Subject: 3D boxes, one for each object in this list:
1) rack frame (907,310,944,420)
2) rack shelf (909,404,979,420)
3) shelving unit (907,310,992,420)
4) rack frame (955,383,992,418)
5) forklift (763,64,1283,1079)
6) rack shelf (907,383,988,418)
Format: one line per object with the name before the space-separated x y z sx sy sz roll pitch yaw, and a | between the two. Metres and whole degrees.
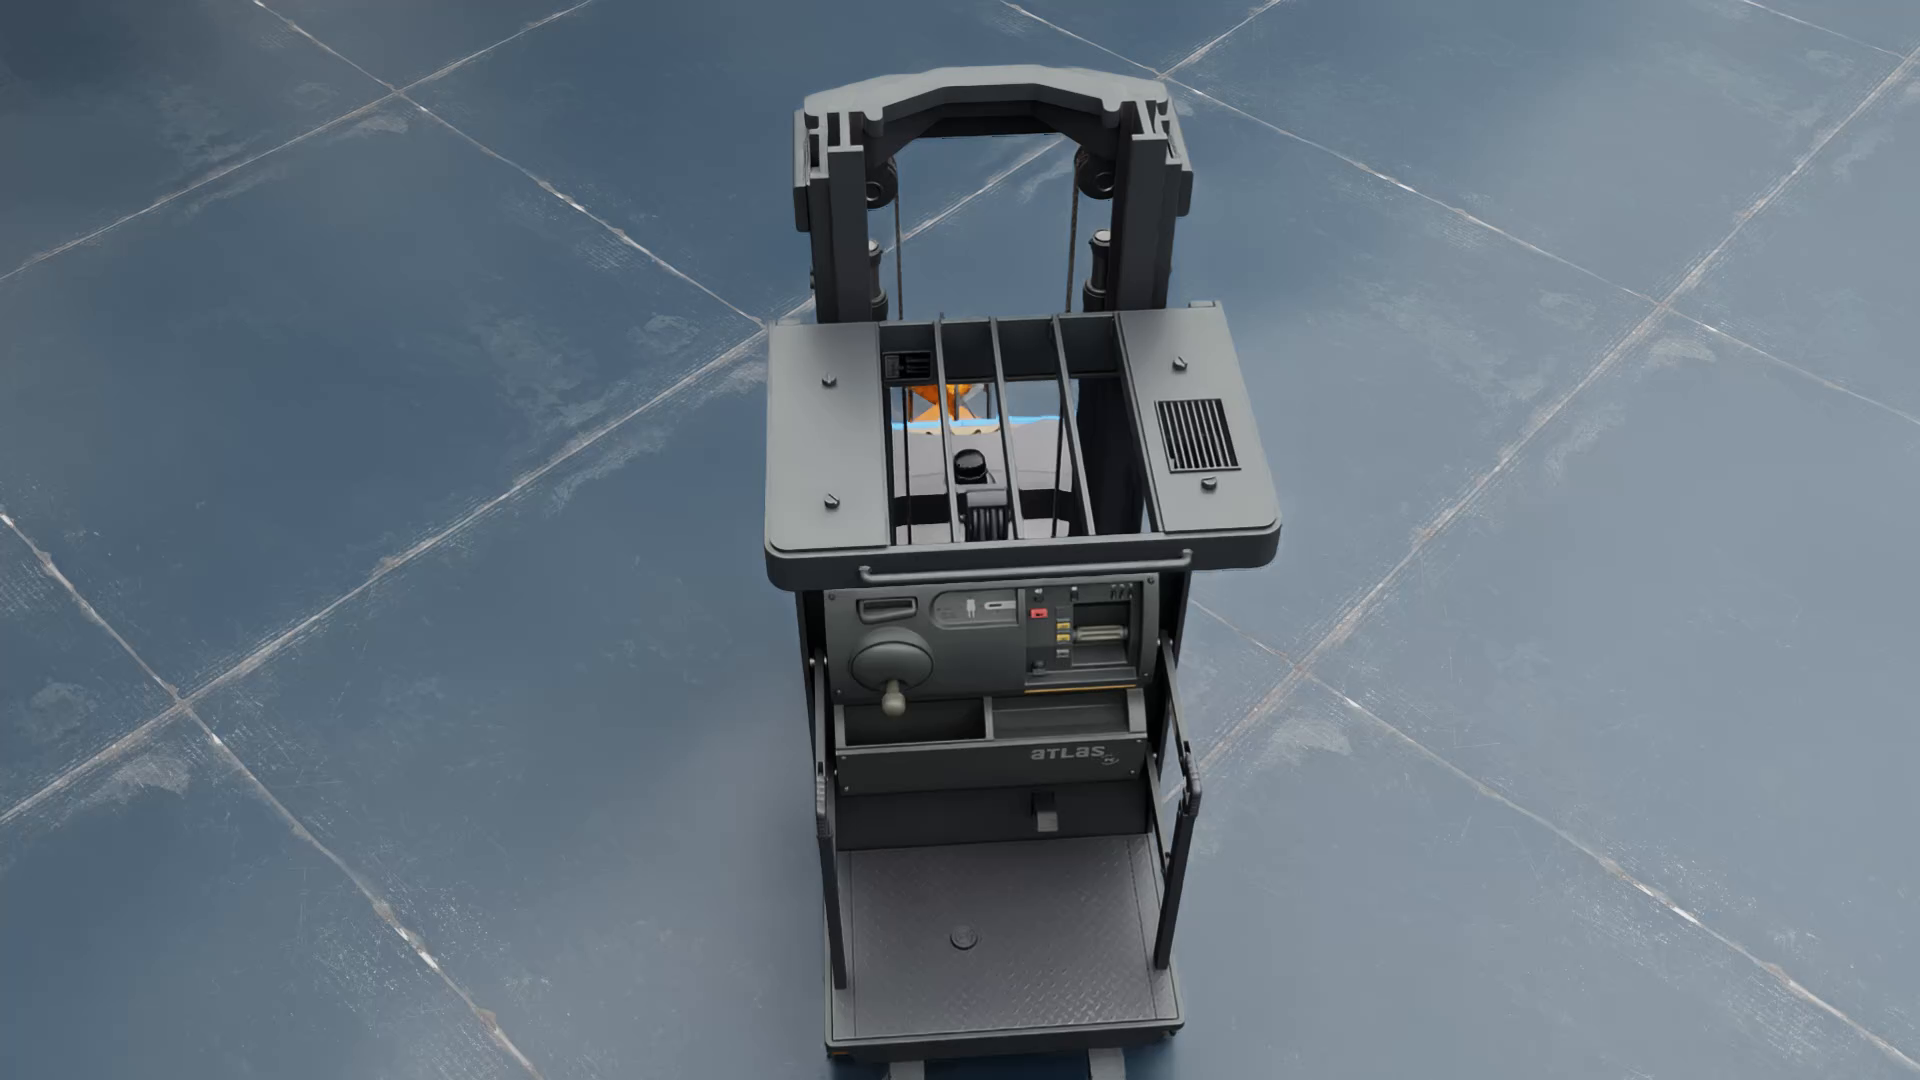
rack frame | -0.129 -0.446 6.557 0.008 1.050 0.200 34 55 28
rack shelf | -0.039 -0.379 6.508 0.240 0.259 0.215 34 55 28
shelving unit | -0.039 -0.386 6.501 0.252 1.050 0.215 34 55 28
rack frame | 0.050 -0.326 6.444 0.008 1.050 0.200 34 55 28
forklift | 0.108 0.378 4.493 1.130 2.935 3.031 -3 47 -3
rack shelf | -0.039 -0.573 6.301 0.240 0.259 0.215 34 55 28
